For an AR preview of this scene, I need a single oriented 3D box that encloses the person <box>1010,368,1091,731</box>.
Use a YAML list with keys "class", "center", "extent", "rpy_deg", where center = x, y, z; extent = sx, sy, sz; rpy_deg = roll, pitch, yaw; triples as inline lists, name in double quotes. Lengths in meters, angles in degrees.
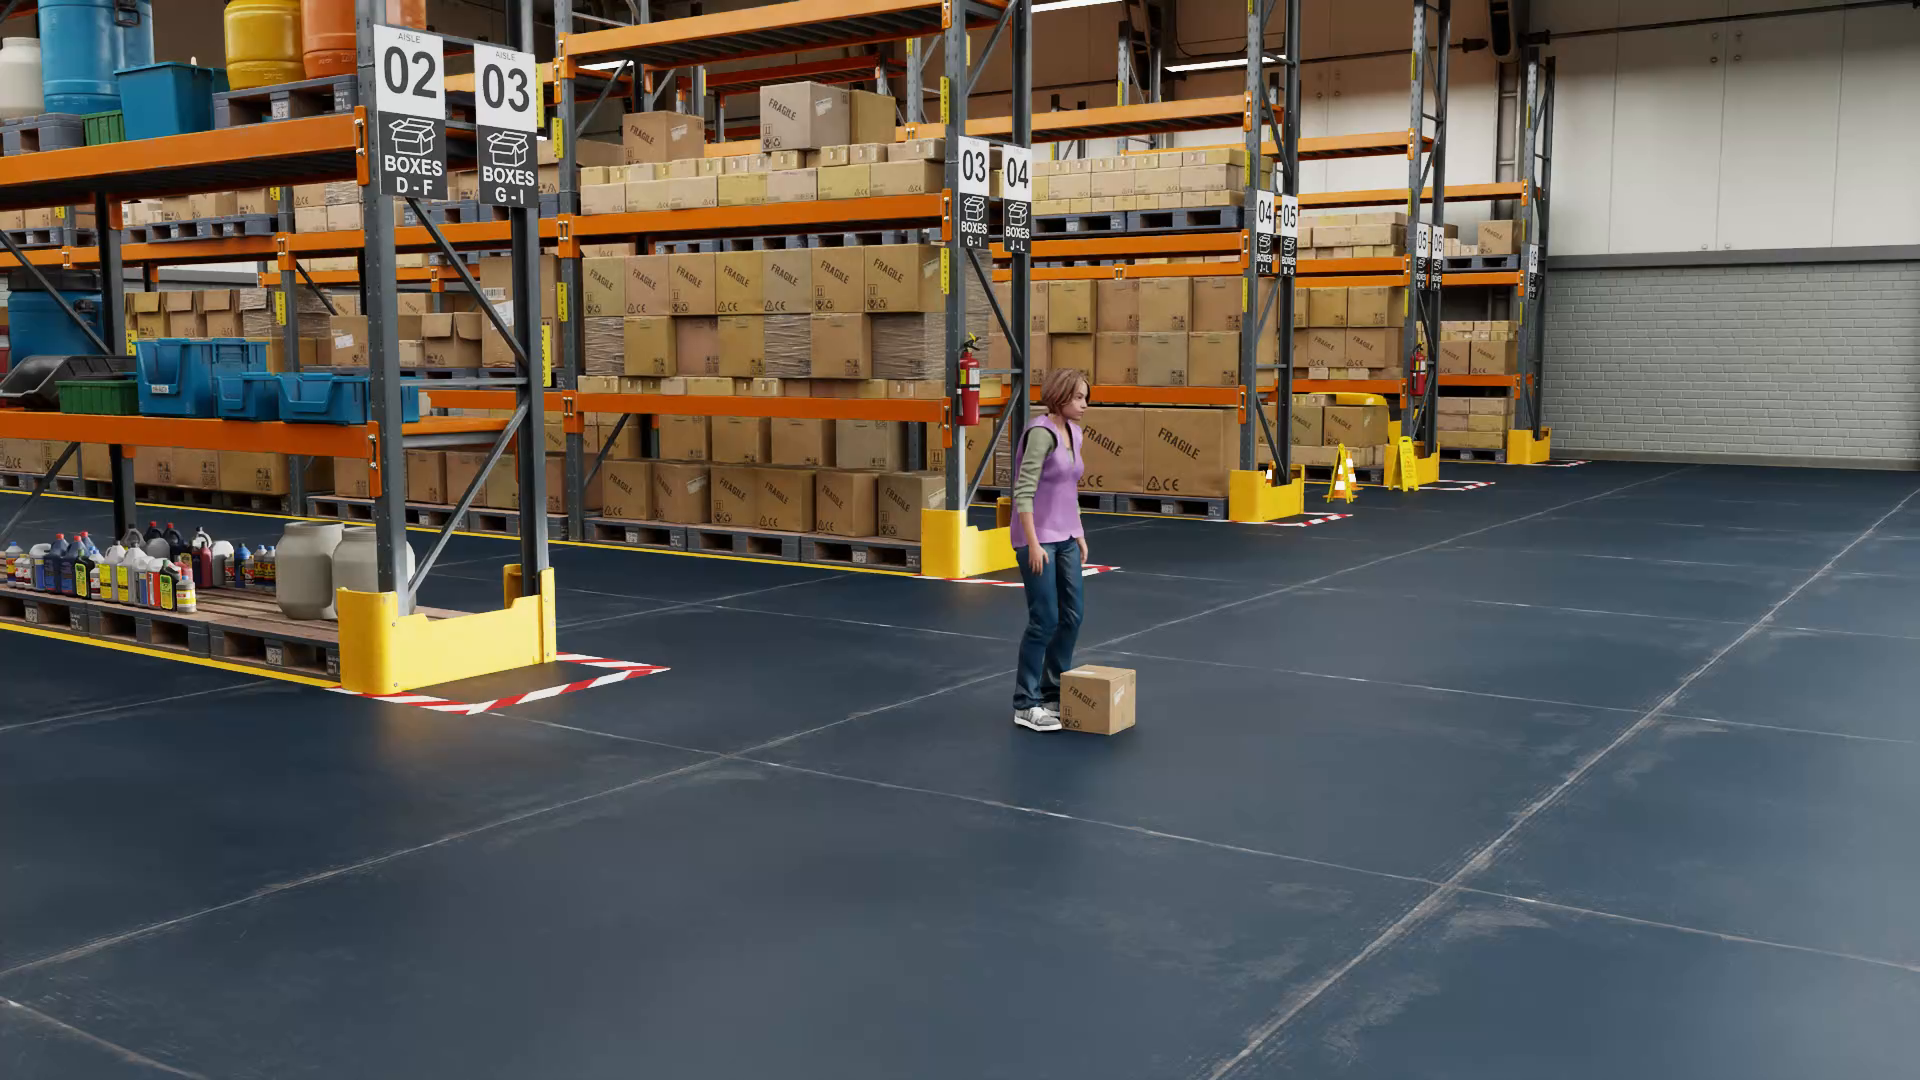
- class: "person"
  center: [0.419, 0.052, 7.444]
  extent: [0.365, 1.548, 0.461]
  rpy_deg: [4, 8, 34]
